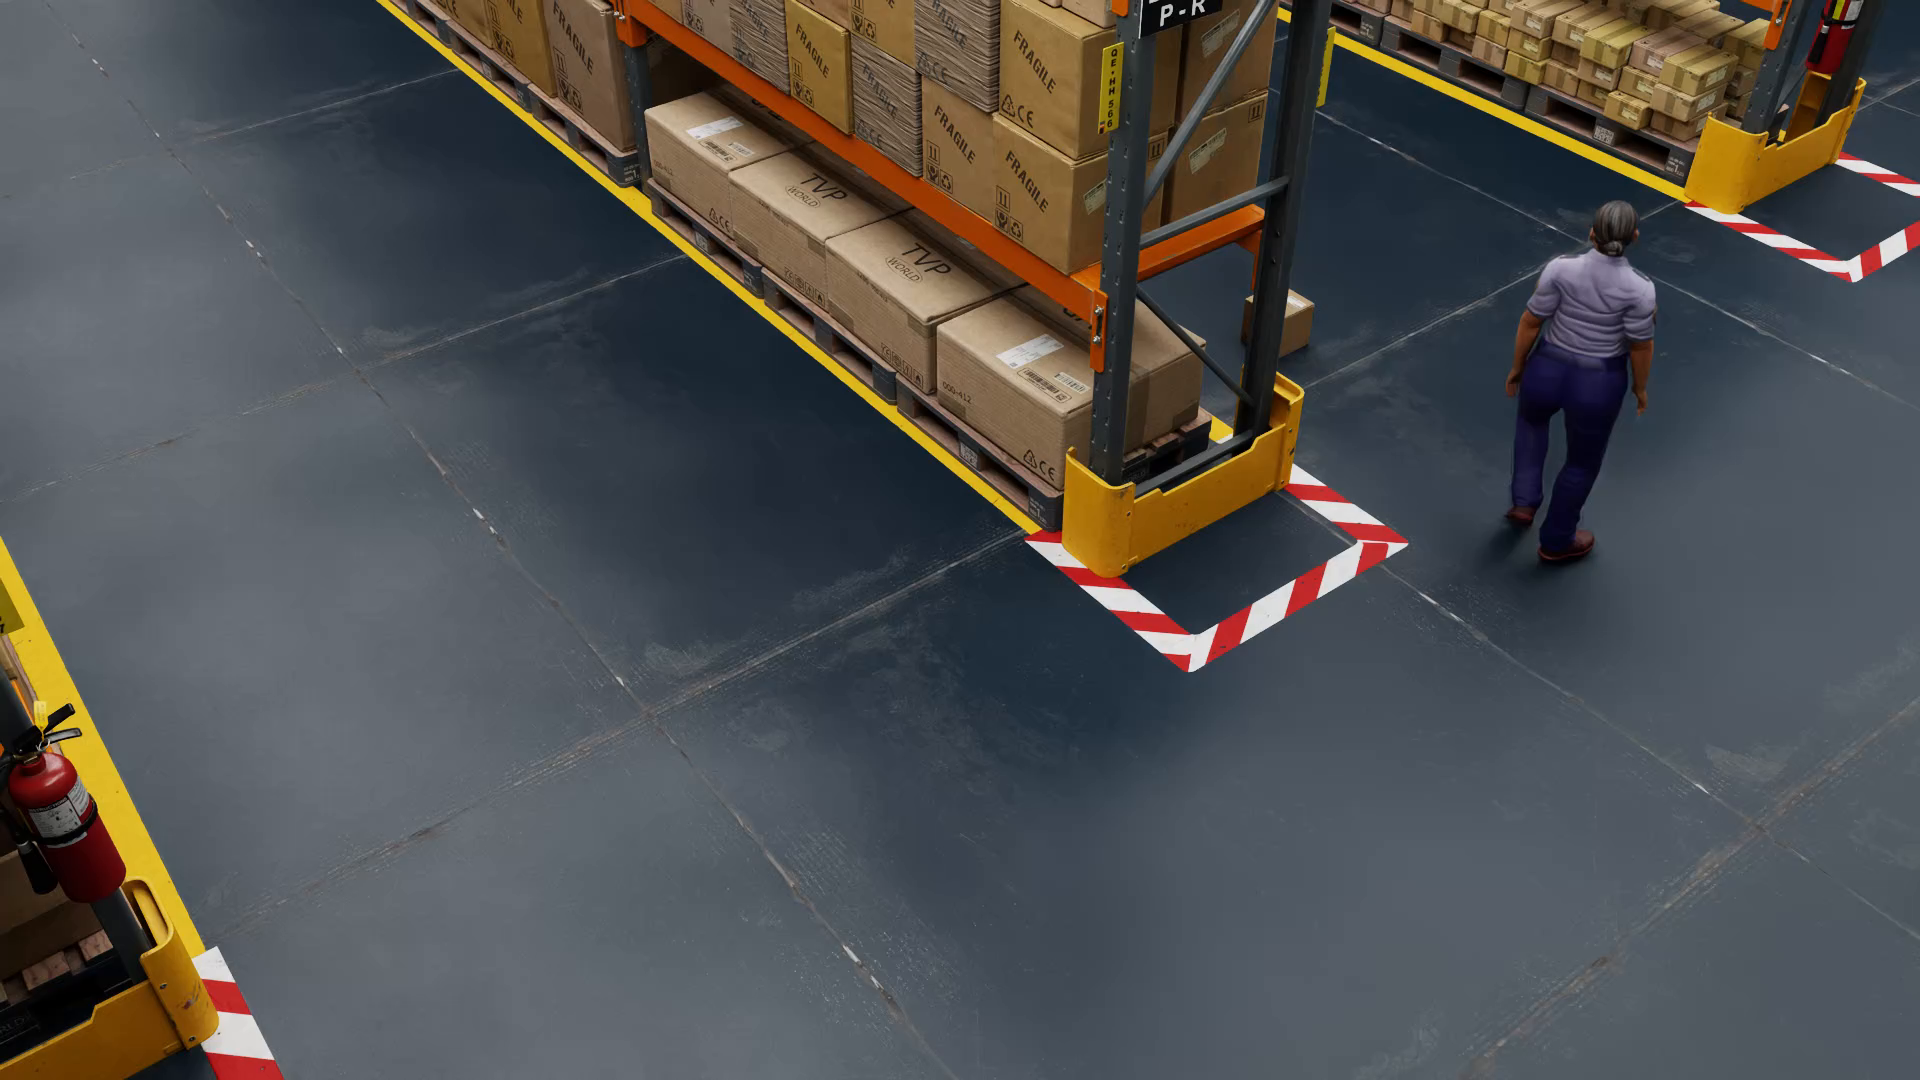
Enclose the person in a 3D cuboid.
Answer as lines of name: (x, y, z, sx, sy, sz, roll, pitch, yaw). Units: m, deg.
person: (2.569, -0.654, 6.914, 0.541, 1.660, 0.426, 27, 47, 28)
